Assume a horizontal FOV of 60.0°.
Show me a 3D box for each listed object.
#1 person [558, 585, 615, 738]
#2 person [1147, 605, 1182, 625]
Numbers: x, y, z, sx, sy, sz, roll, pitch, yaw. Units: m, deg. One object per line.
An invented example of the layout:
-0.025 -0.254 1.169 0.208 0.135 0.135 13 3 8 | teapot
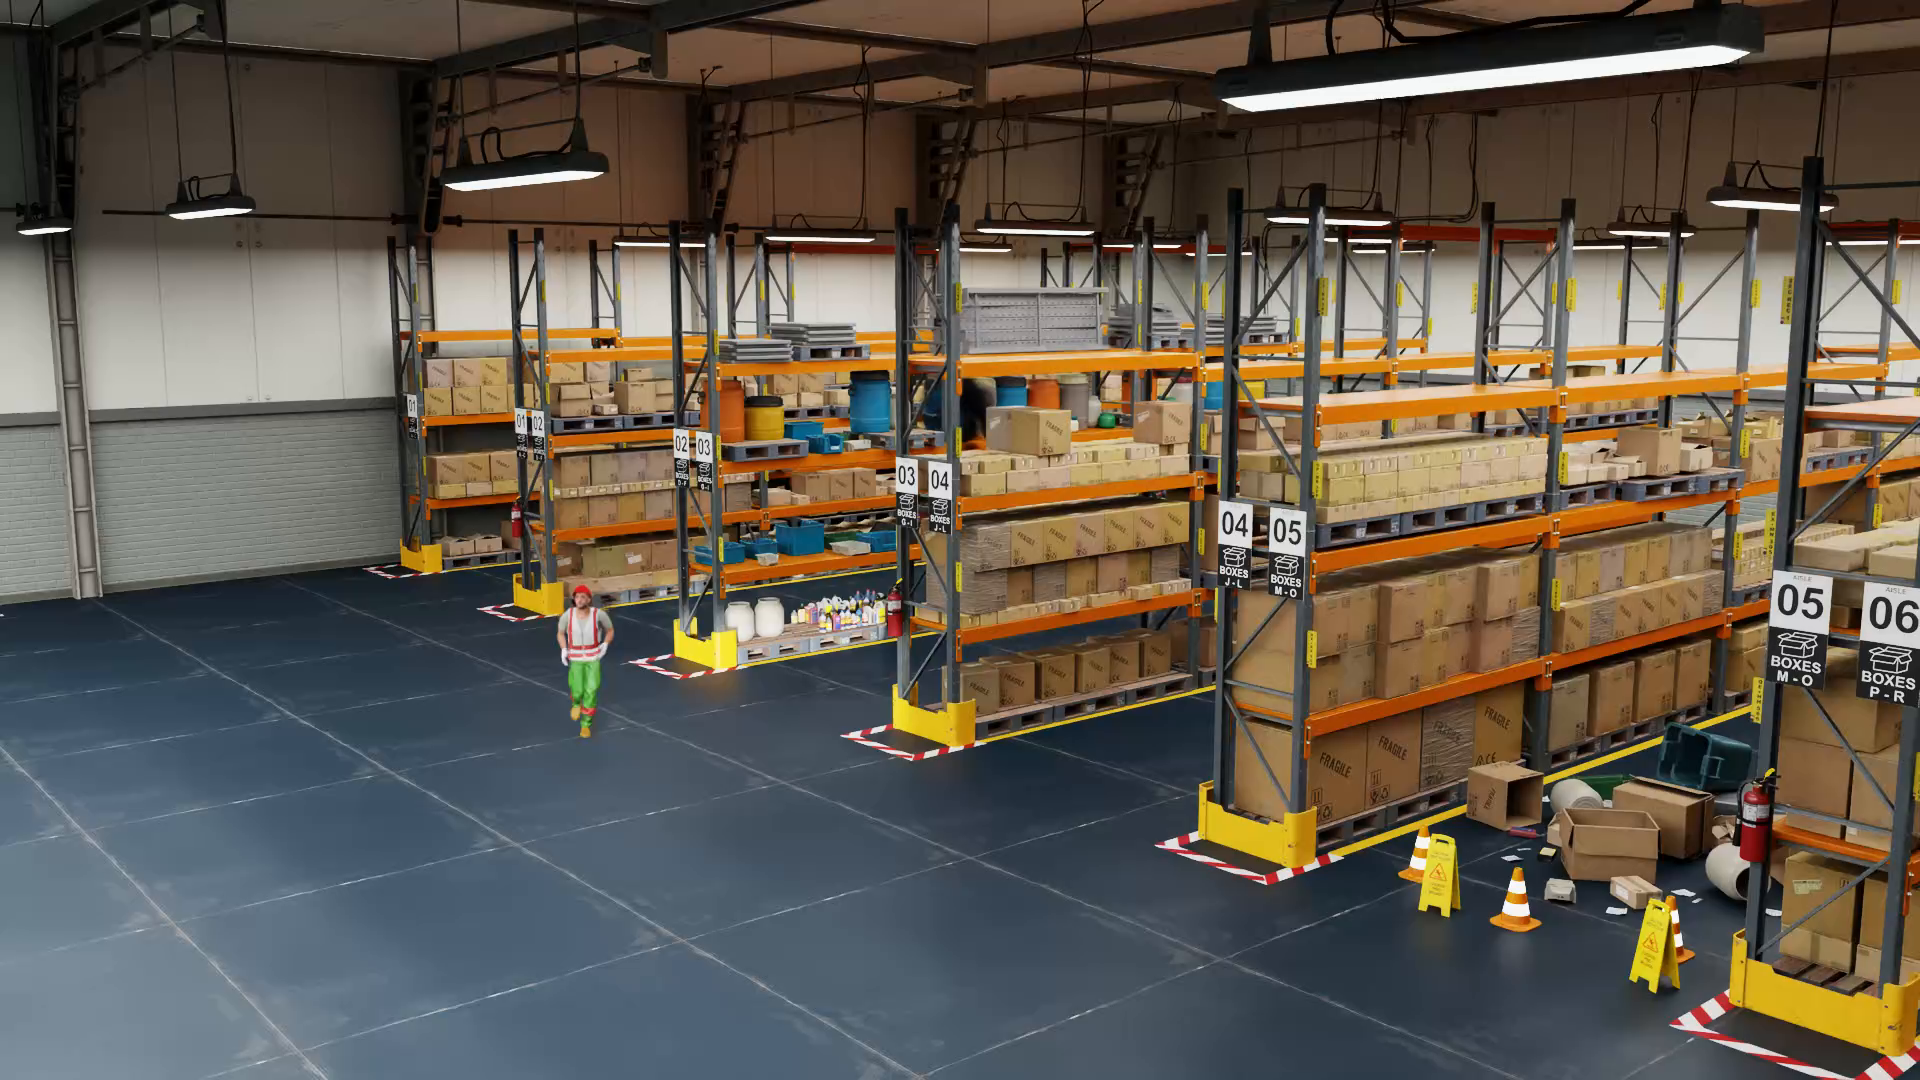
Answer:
-4.309 1.373 19.201 0.651 1.756 0.650 -1 9 -8 | person
3.005 0.337 24.221 0.731 1.777 0.569 -8 12 -42 | person
